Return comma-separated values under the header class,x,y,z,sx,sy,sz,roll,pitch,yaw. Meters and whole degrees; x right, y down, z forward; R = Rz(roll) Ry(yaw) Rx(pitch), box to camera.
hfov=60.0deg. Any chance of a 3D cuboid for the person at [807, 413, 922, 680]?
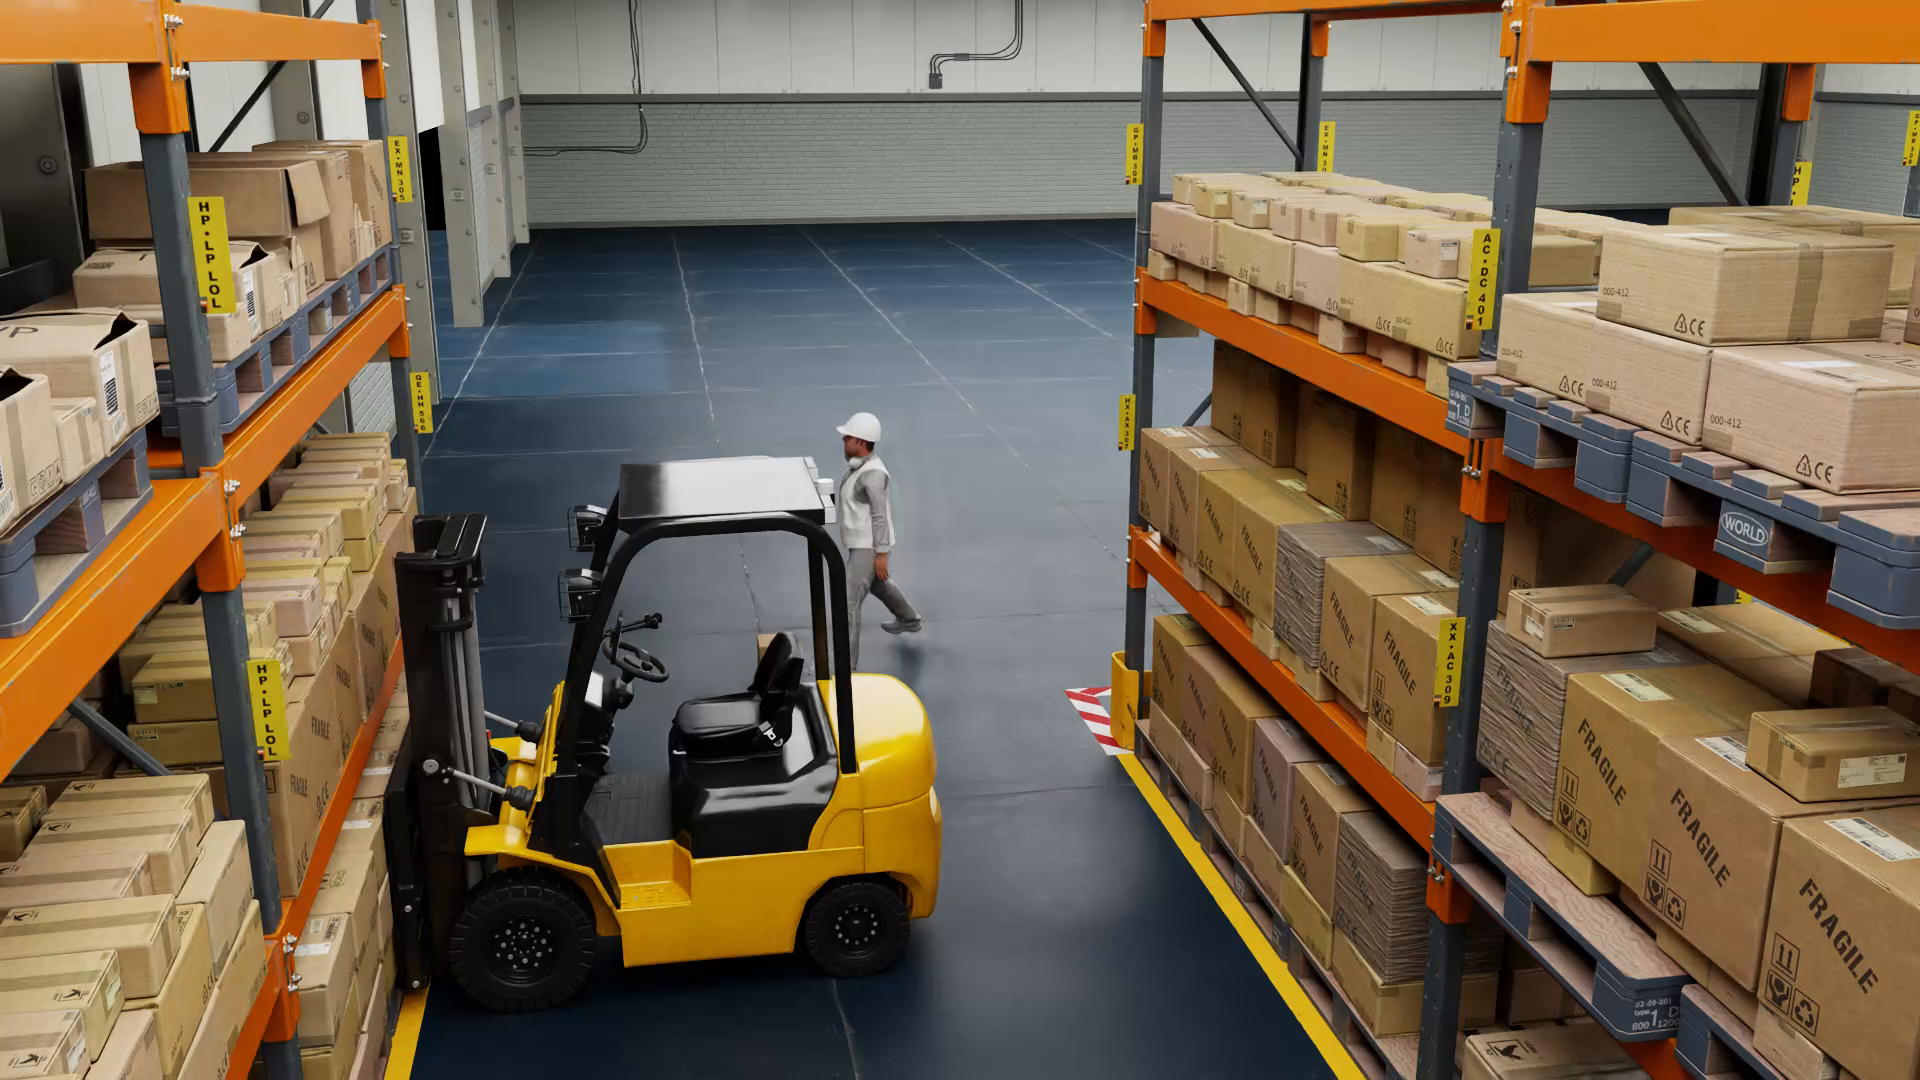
class,x,y,z,sx,sy,sz,roll,pitch,yaw
person,-0.641,-0.011,11.084,0.871,1.737,0.892,-3,16,-10
